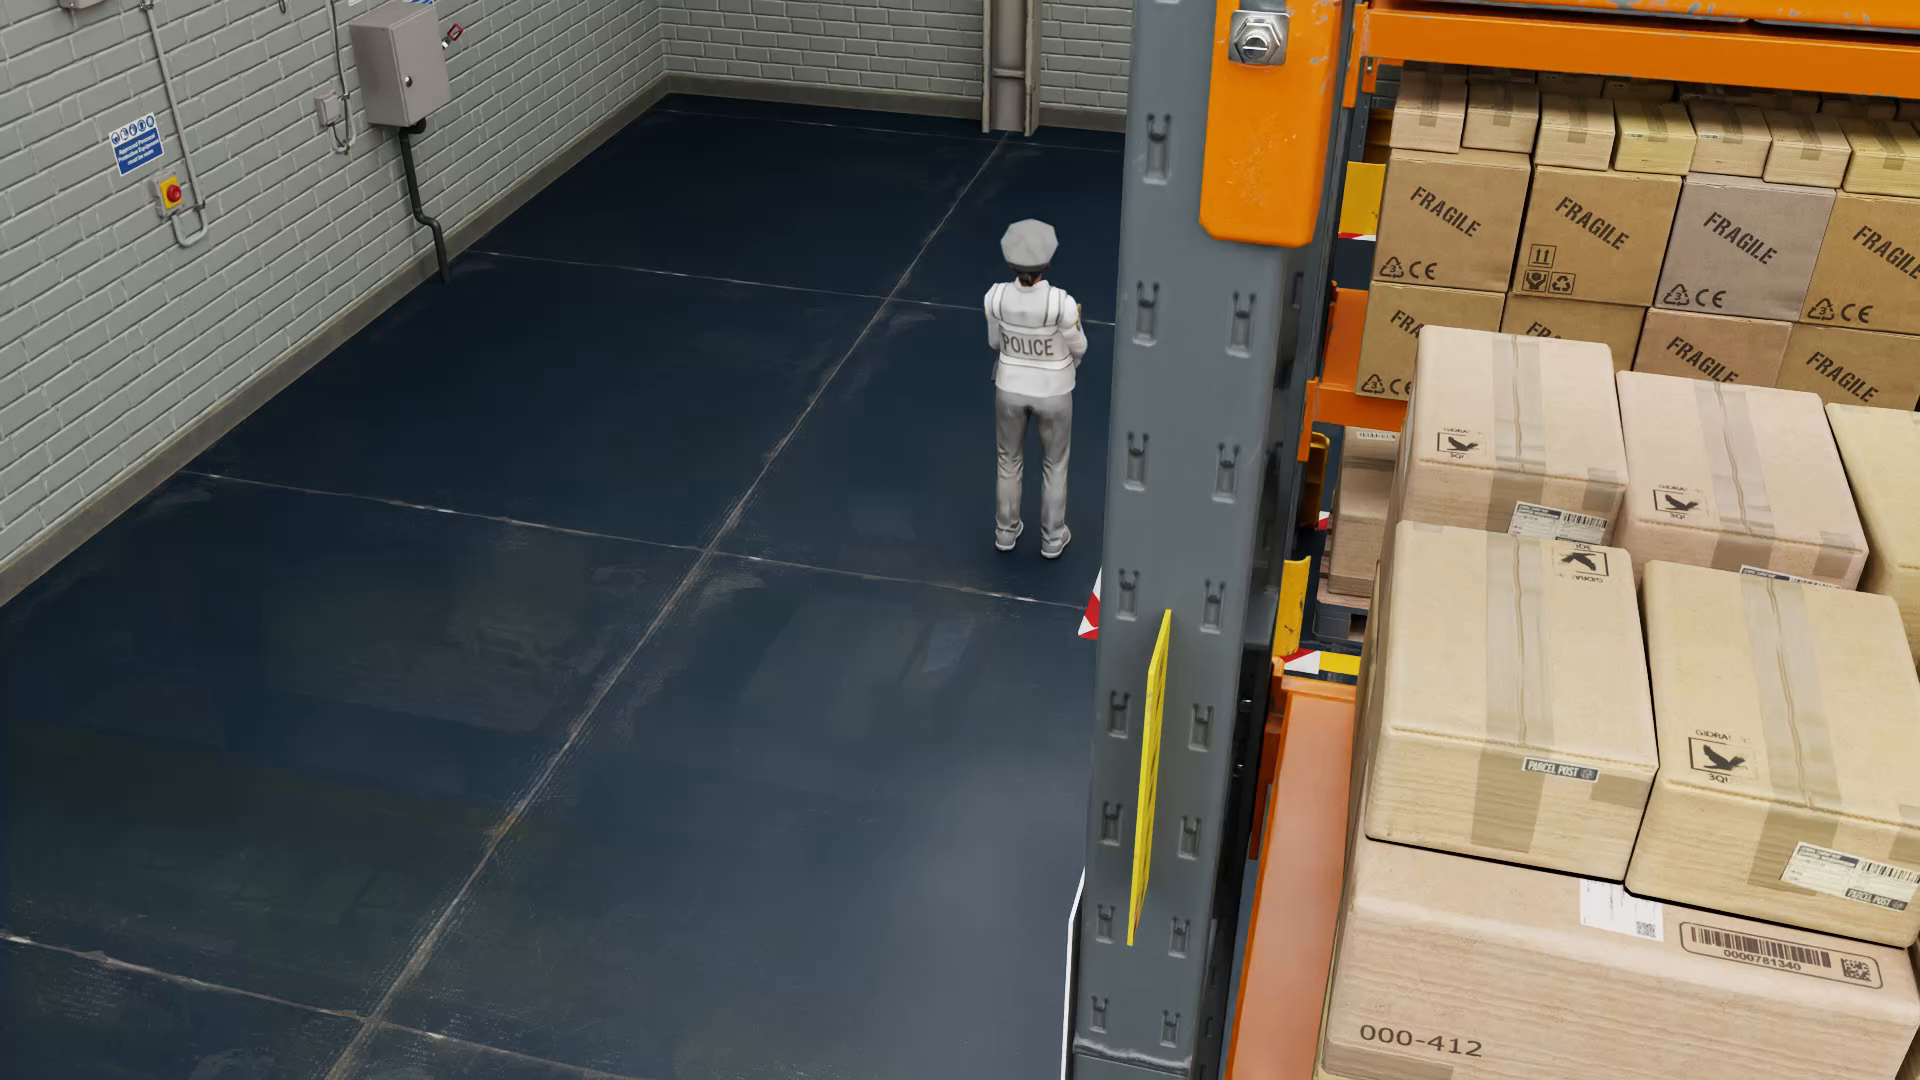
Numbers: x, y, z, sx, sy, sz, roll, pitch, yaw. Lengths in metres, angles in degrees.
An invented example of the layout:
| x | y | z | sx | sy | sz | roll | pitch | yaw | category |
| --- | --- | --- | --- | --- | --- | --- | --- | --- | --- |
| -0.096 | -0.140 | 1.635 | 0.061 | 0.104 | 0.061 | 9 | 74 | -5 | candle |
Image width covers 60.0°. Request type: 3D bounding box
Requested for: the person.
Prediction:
| x | y | z | sx | sy | sz | roll | pitch | yaw | category |
| --- | --- | --- | --- | --- | --- | --- | --- | --- | --- |
| 0.356 | -0.719 | 7.722 | 0.459 | 1.686 | 0.556 | 9 | 34 | 13 | person |
